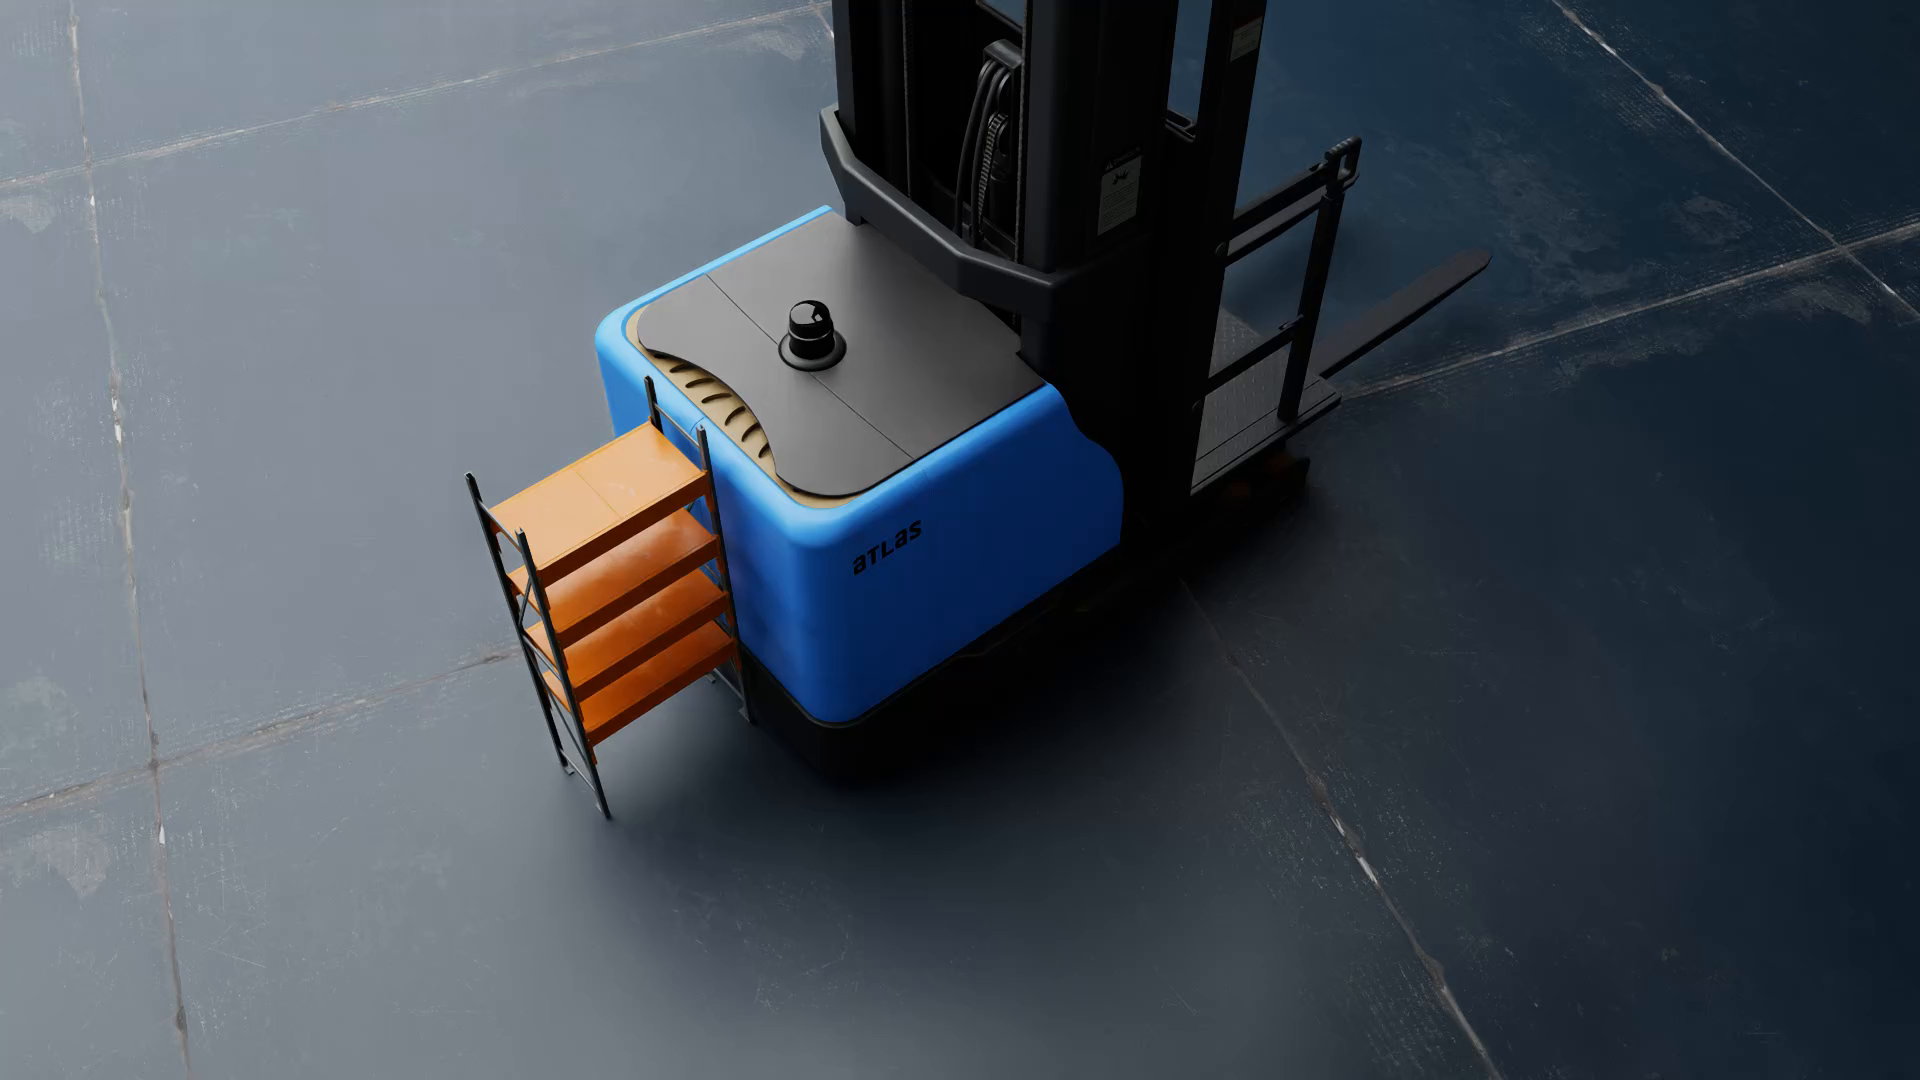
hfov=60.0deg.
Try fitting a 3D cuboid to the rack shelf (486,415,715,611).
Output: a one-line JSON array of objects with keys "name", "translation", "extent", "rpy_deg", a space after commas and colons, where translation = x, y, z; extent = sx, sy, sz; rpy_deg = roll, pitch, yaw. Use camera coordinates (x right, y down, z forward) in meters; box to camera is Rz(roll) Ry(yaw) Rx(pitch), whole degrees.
[{"name": "rack shelf", "translation": [-0.864, -0.071, 4.002], "extent": [0.480, 0.148, 0.258], "rpy_deg": [-33, 57, -25]}]

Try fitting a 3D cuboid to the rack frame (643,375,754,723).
[{"name": "rack frame", "translation": [-0.680, 0.064, 4.404], "extent": [0.015, 1.200, 0.240], "rpy_deg": [-33, 57, -25]}]

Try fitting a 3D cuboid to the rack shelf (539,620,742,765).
[{"name": "rack shelf", "translation": [-0.864, 0.358, 4.502], "extent": [0.480, 0.148, 0.258], "rpy_deg": [-33, 57, -25]}]

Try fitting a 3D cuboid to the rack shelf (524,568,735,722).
[{"name": "rack shelf", "translation": [-0.864, 0.229, 4.351], "extent": [0.480, 0.148, 0.258], "rpy_deg": [-33, 57, -25]}]

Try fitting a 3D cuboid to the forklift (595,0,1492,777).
[{"name": "forklift", "translation": [0.484, -1.261, 4.401], "extent": [3.031, 2.935, 1.130], "rpy_deg": [-32, 57, -25]}]

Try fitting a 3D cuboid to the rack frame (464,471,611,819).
[{"name": "rack frame", "translation": [-1.049, 0.306, 4.196], "extent": [0.015, 1.200, 0.240], "rpy_deg": [-33, 57, -25]}]

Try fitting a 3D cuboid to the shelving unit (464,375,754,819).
[{"name": "shelving unit", "translation": [-0.864, 0.185, 4.300], "extent": [0.503, 1.200, 0.258], "rpy_deg": [-33, 57, -25]}]

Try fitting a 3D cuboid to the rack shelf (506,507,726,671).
[{"name": "rack shelf", "translation": [-0.864, 0.083, 4.181], "extent": [0.480, 0.148, 0.258], "rpy_deg": [-33, 57, -25]}]
